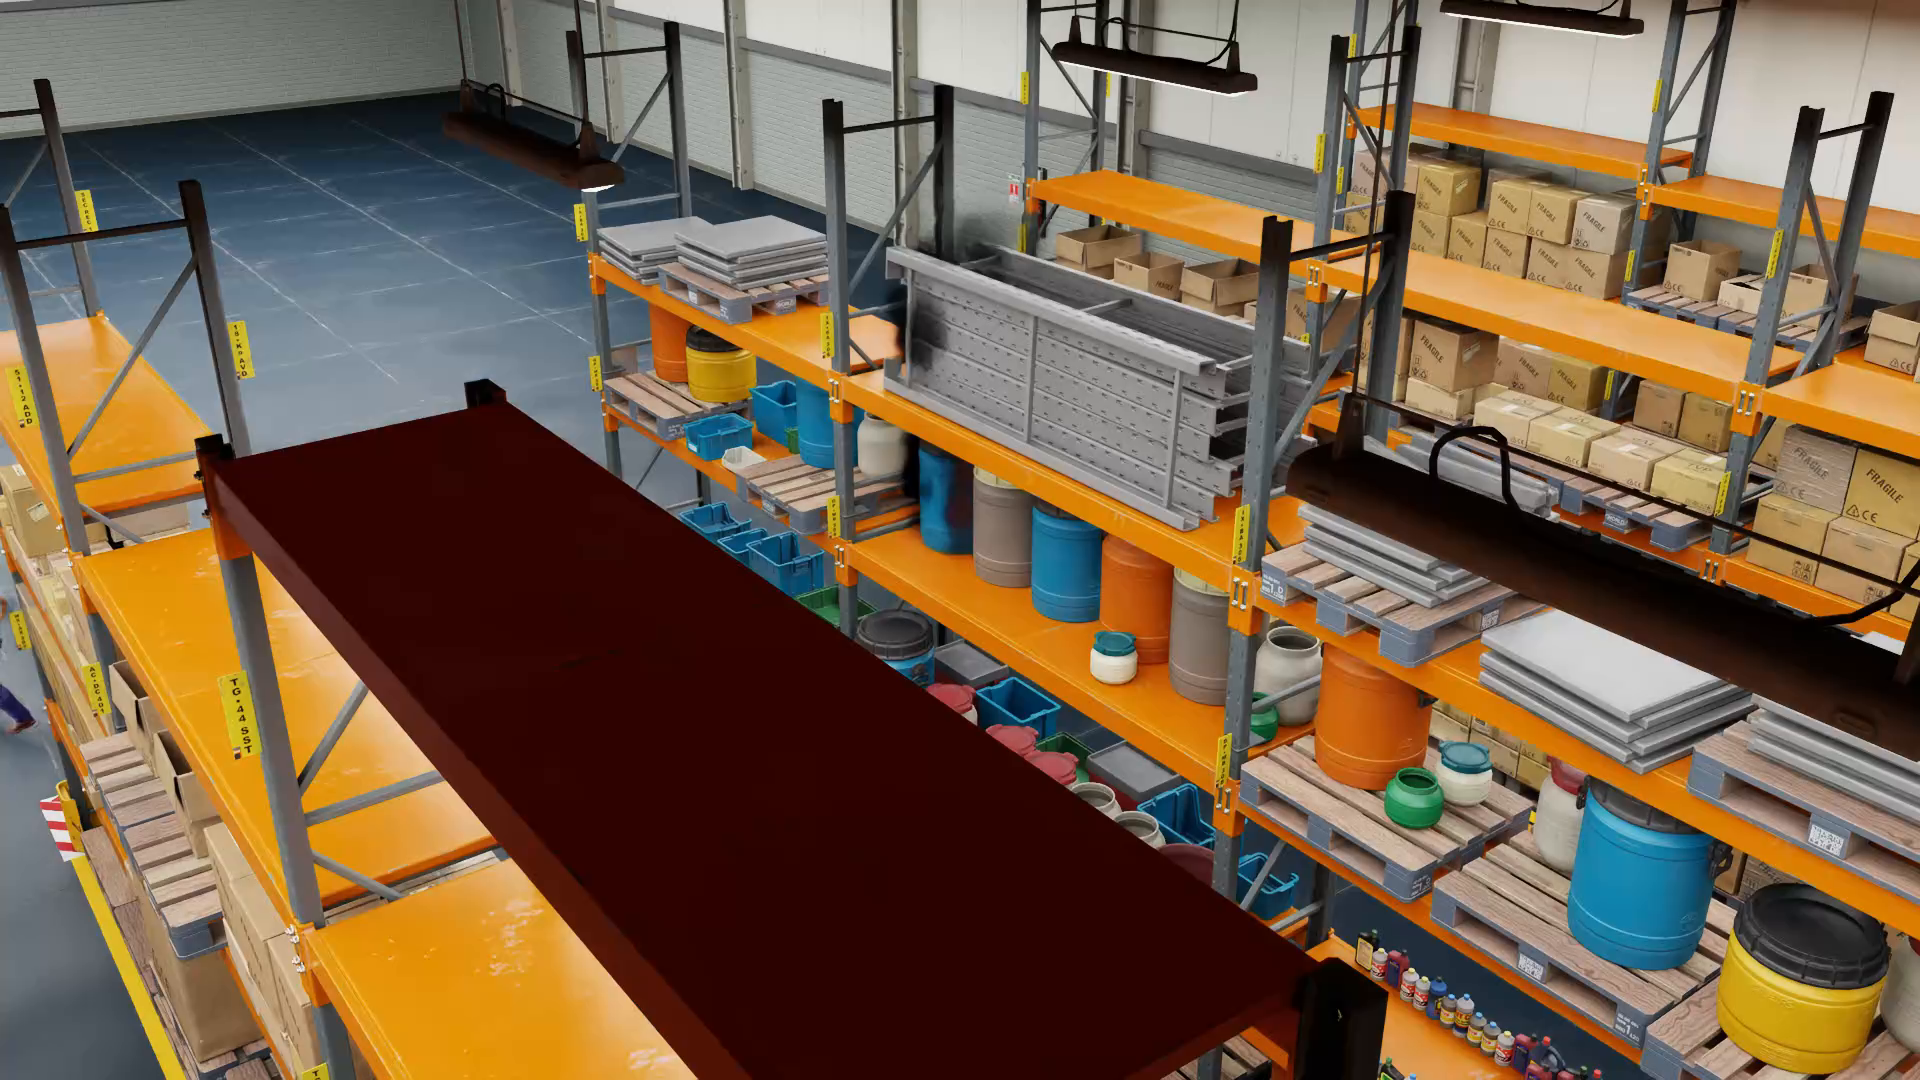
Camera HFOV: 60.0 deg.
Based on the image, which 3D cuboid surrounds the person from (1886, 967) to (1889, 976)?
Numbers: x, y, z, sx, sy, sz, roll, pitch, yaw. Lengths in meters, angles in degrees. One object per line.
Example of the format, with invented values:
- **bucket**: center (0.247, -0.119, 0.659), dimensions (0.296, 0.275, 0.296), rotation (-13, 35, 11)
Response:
- **person**: center (5.398, 3.183, 10.189), dimensions (0.667, 1.597, 0.505), rotation (20, 31, 36)

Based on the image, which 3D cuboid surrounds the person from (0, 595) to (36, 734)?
- **person**: center (-8.752, 1.024, 14.834), dimensions (0.764, 1.705, 0.597), rotation (1, 25, 3)
